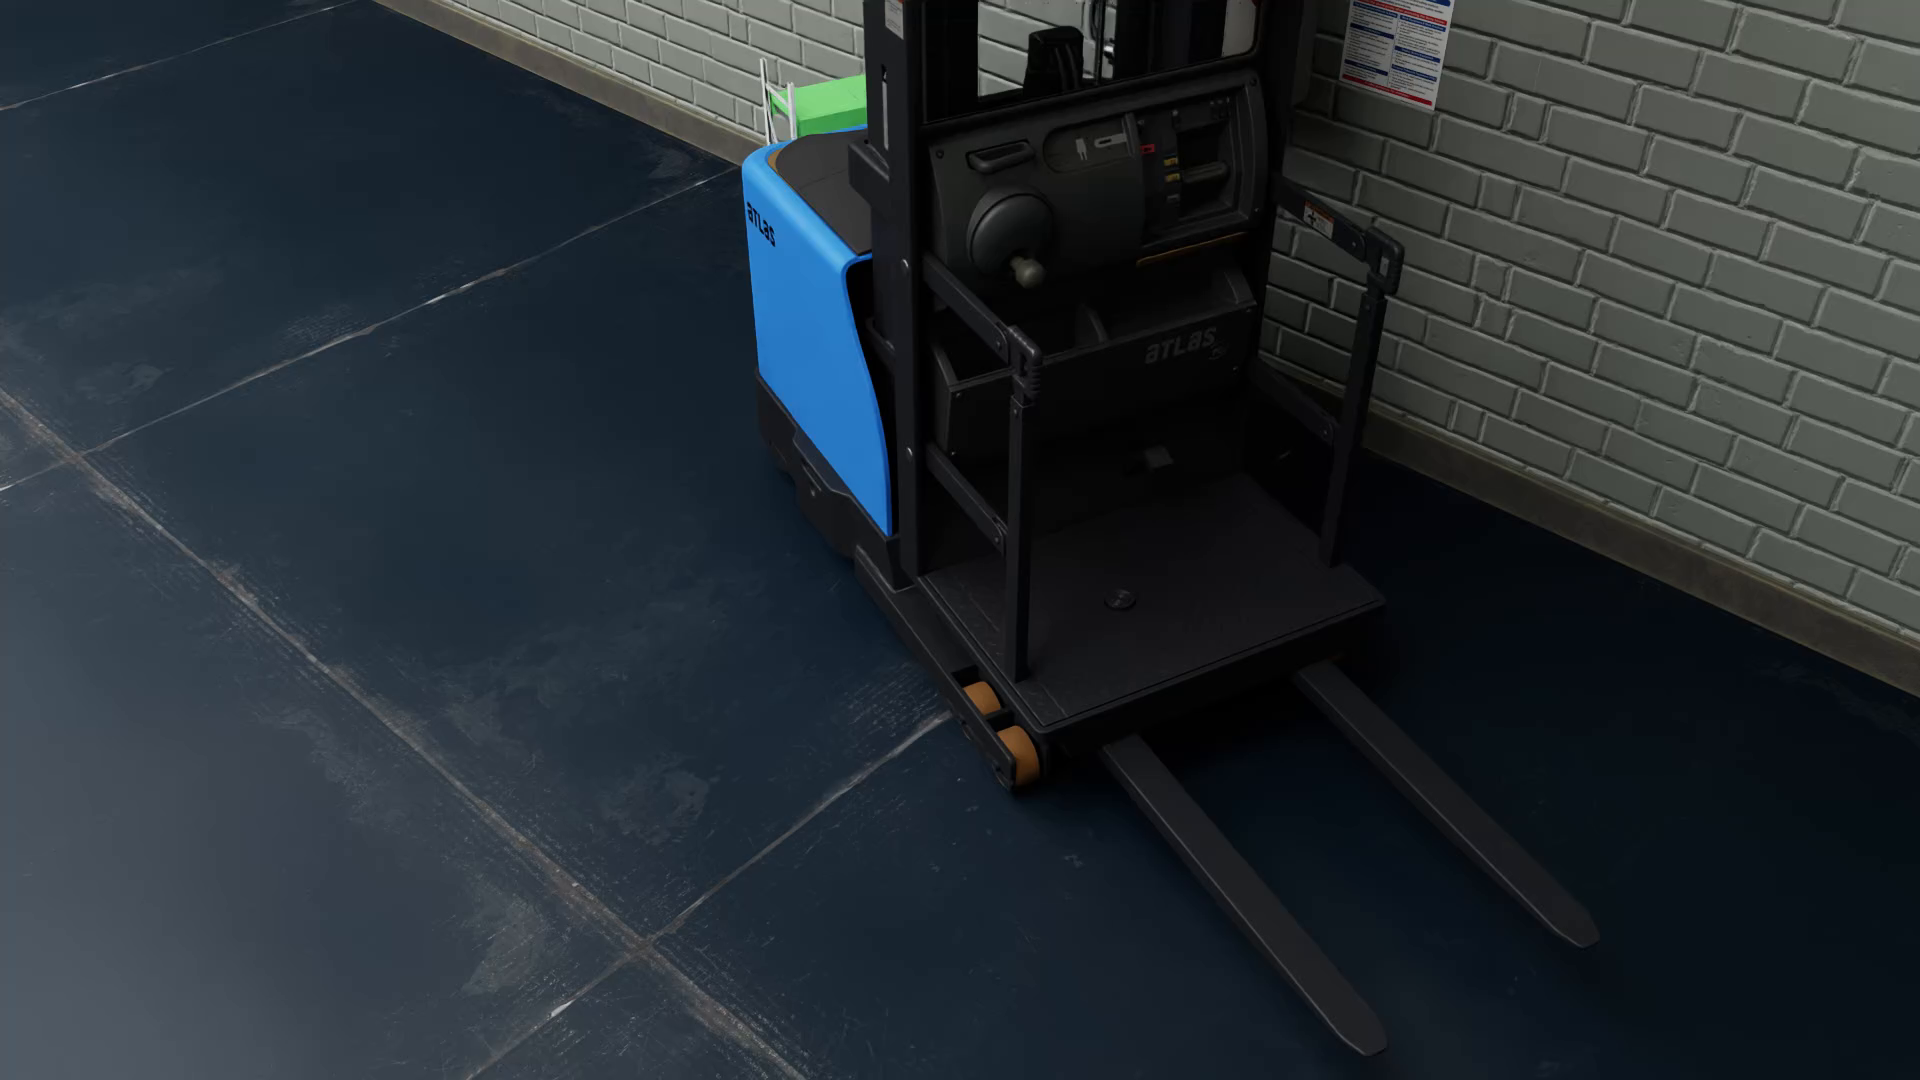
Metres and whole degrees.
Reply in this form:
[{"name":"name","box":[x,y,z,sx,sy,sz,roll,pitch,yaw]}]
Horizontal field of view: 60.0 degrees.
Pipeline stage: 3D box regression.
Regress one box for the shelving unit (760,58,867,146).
[{"name":"shelving unit","box":[-0.347,-1.046,5.597,0.503,1.200,0.258,-18,41,-21]}]

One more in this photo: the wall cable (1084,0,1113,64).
[{"name":"wall cable","box":[0.375,-2.435,5.085,0.588,1.984,0.122,30,47,32]}]

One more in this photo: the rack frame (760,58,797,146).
[{"name":"rack frame","box":[-0.563,-0.975,5.509,0.015,1.200,0.240,-18,41,-21]}]

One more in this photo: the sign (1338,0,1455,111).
[{"name":"sign","box":[1.277,-1.529,4.839,0.329,0.494,0.001,30,47,32]}]

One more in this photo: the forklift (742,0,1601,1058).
[{"name":"forklift","box":[0.455,-0.809,3.912,1.130,2.935,3.031,-18,42,-21]}]

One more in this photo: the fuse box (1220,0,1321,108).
[{"name":"fuse box","box":[0.773,-1.174,5.351,0.539,1.711,0.414,30,47,32]}]

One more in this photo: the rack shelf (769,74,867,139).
[{"name":"rack shelf","box":[-0.350,-1.375,5.343,0.480,0.148,0.258,-18,41,-21]}]
